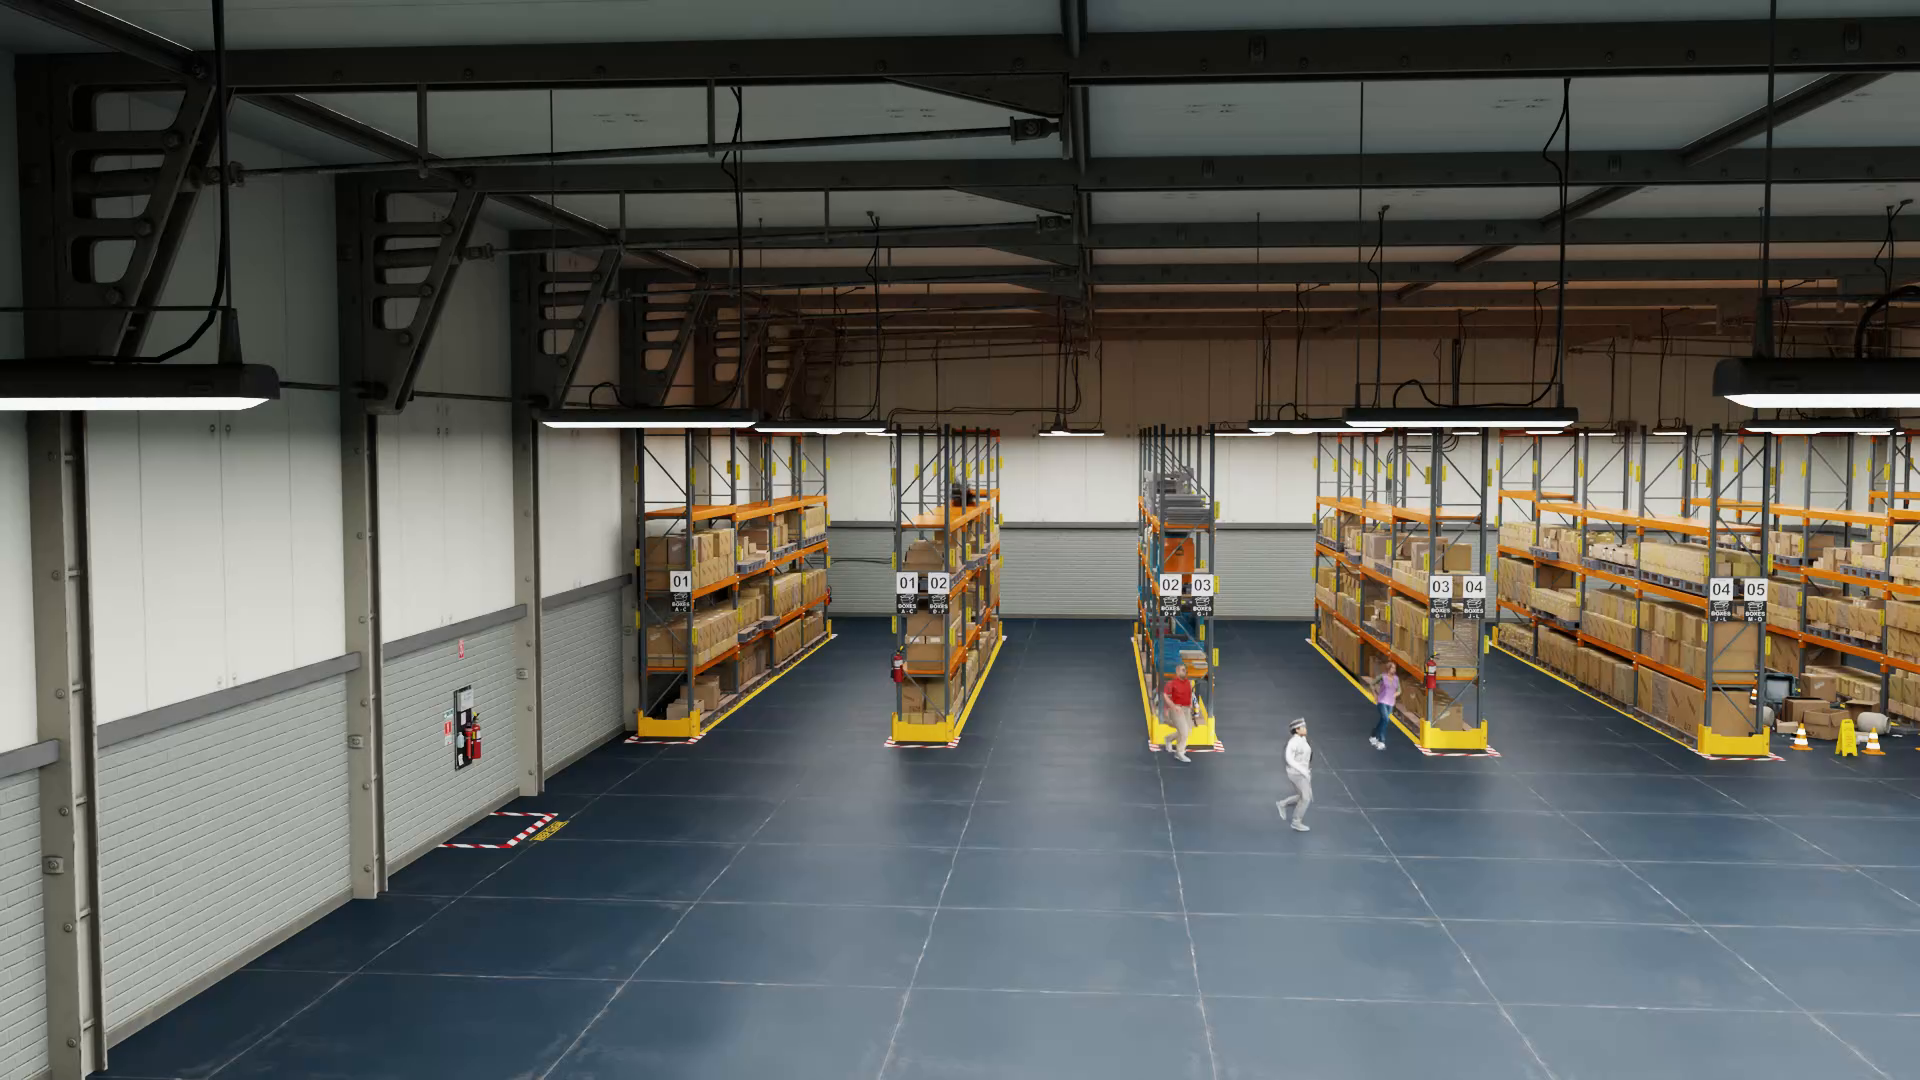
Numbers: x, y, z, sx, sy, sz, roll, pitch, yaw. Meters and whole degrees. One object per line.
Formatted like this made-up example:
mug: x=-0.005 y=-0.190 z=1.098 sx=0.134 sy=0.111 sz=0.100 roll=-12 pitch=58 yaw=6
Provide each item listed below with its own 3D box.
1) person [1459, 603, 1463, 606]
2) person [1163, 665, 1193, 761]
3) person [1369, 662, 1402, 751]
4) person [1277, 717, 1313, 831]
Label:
person: x=13.447 y=2.216 z=44.316 sx=0.601 sy=1.647 sz=0.593 roll=1 pitch=4 yaw=13
person: x=3.912 y=3.083 z=29.790 sx=0.693 sy=1.698 sz=0.640 roll=-3 pitch=5 yaw=-44
person: x=7.896 y=3.064 z=30.819 sx=0.520 sy=1.621 sz=0.658 roll=-1 pitch=4 yaw=-19
person: x=4.926 y=3.415 z=24.397 sx=0.532 sy=1.654 sz=0.652 roll=2 pitch=4 yaw=27
